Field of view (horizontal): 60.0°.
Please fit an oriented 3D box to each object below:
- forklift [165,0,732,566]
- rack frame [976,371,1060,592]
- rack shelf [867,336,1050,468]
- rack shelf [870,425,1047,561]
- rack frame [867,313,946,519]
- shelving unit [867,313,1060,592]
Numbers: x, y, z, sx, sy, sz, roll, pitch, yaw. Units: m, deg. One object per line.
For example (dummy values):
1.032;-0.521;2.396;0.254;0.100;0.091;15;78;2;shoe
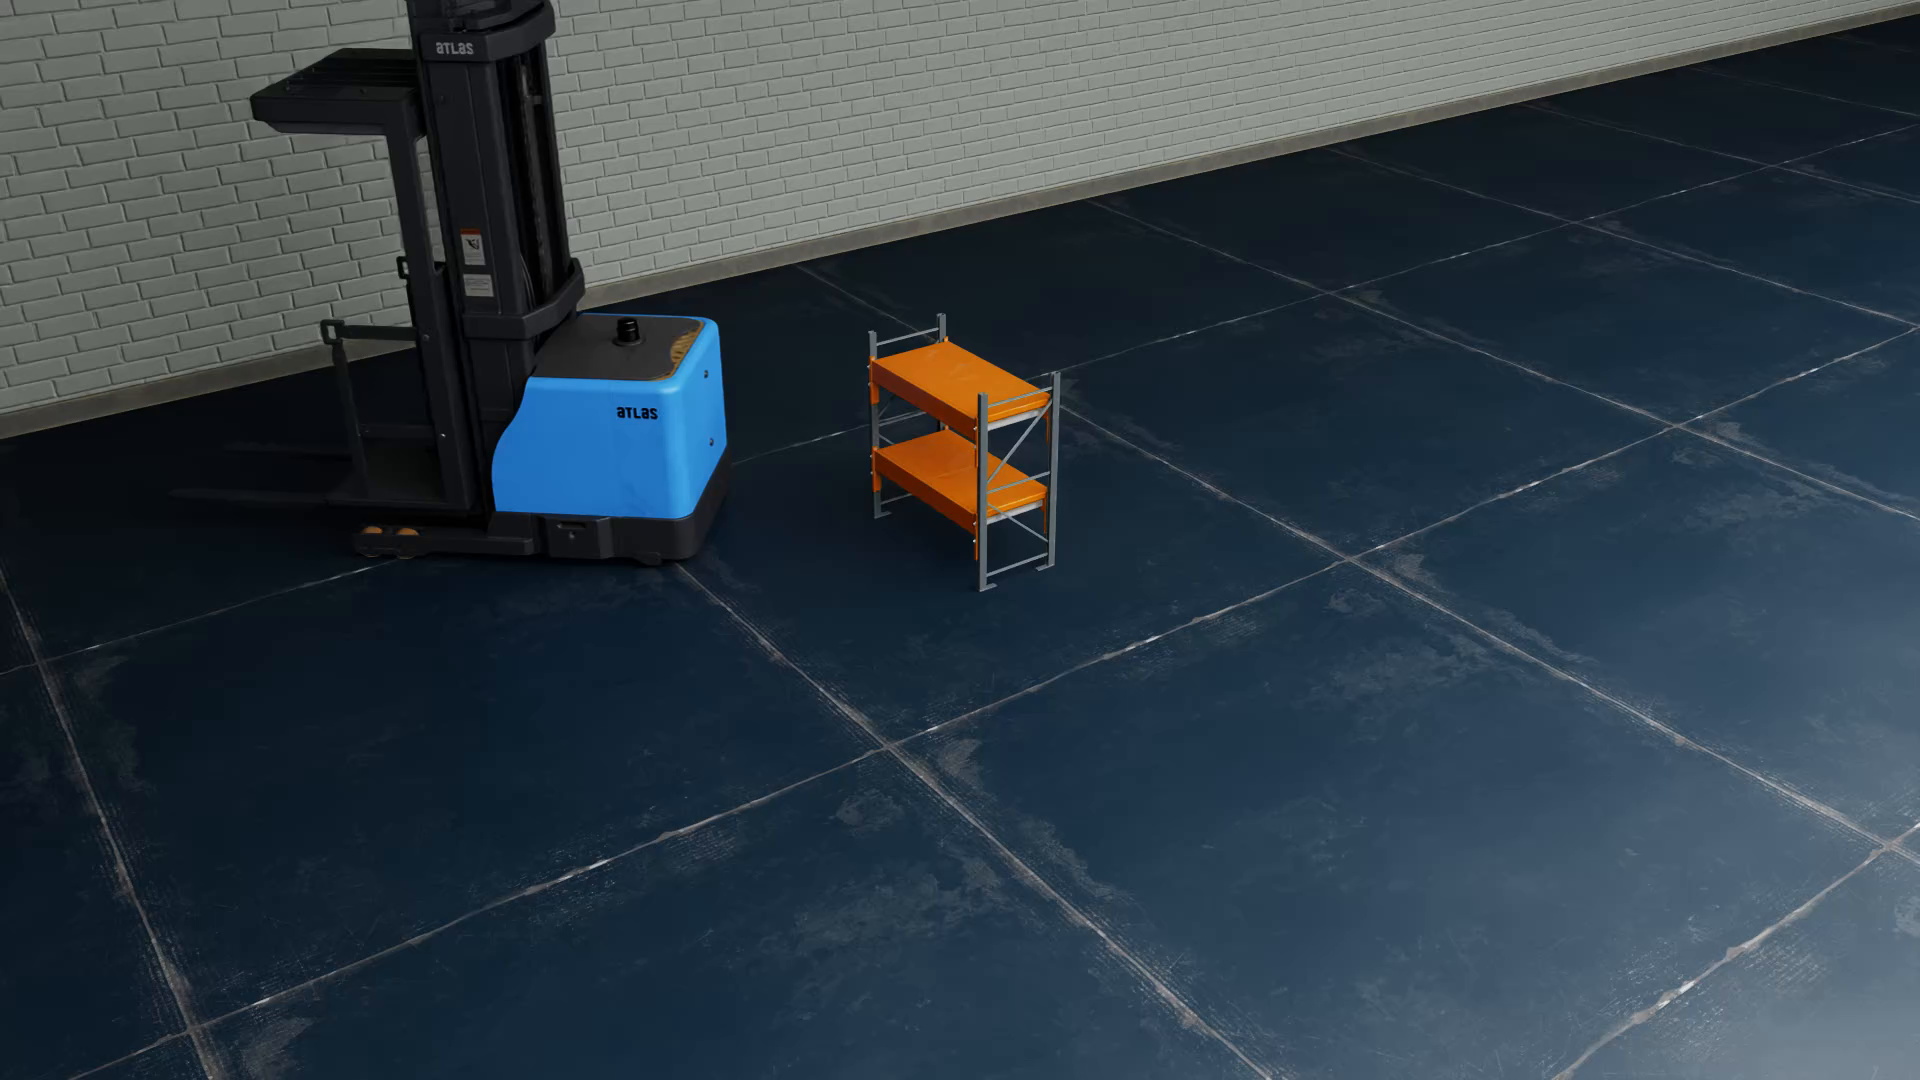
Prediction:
-2.882;-1.432;8.815;3.031;2.935;1.130;3;29;5;forklift
0.299;-0.294;8.613;0.500;1.125;0.032;-19;34;-31;rack frame
0.004;-0.749;8.837;0.538;0.278;1.000;-19;34;-31;rack shelf
0.004;-0.277;9.093;0.538;0.278;1.000;-19;34;-31;rack shelf
-0.291;-0.689;9.341;0.500;1.125;0.032;-19;34;-31;rack frame
0.004;-0.492;8.977;0.538;1.125;1.048;-19;34;-31;shelving unit
